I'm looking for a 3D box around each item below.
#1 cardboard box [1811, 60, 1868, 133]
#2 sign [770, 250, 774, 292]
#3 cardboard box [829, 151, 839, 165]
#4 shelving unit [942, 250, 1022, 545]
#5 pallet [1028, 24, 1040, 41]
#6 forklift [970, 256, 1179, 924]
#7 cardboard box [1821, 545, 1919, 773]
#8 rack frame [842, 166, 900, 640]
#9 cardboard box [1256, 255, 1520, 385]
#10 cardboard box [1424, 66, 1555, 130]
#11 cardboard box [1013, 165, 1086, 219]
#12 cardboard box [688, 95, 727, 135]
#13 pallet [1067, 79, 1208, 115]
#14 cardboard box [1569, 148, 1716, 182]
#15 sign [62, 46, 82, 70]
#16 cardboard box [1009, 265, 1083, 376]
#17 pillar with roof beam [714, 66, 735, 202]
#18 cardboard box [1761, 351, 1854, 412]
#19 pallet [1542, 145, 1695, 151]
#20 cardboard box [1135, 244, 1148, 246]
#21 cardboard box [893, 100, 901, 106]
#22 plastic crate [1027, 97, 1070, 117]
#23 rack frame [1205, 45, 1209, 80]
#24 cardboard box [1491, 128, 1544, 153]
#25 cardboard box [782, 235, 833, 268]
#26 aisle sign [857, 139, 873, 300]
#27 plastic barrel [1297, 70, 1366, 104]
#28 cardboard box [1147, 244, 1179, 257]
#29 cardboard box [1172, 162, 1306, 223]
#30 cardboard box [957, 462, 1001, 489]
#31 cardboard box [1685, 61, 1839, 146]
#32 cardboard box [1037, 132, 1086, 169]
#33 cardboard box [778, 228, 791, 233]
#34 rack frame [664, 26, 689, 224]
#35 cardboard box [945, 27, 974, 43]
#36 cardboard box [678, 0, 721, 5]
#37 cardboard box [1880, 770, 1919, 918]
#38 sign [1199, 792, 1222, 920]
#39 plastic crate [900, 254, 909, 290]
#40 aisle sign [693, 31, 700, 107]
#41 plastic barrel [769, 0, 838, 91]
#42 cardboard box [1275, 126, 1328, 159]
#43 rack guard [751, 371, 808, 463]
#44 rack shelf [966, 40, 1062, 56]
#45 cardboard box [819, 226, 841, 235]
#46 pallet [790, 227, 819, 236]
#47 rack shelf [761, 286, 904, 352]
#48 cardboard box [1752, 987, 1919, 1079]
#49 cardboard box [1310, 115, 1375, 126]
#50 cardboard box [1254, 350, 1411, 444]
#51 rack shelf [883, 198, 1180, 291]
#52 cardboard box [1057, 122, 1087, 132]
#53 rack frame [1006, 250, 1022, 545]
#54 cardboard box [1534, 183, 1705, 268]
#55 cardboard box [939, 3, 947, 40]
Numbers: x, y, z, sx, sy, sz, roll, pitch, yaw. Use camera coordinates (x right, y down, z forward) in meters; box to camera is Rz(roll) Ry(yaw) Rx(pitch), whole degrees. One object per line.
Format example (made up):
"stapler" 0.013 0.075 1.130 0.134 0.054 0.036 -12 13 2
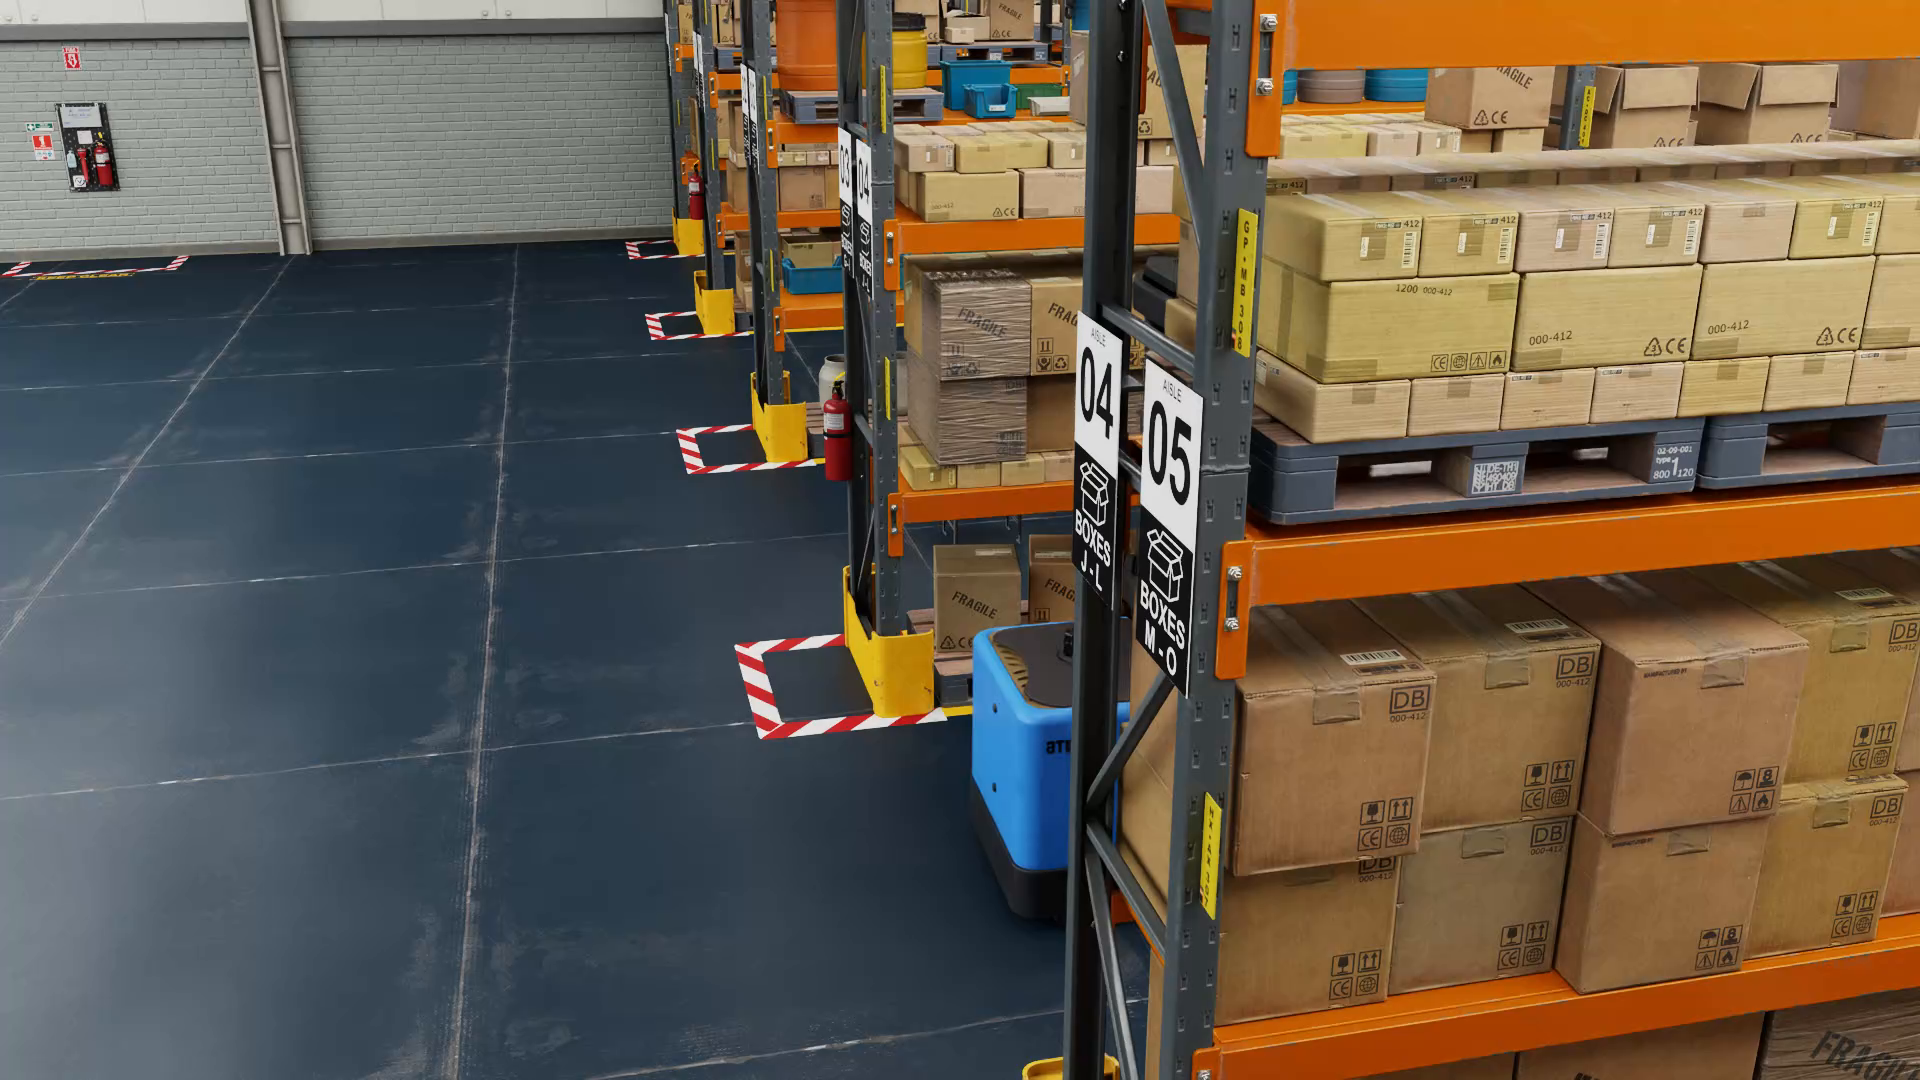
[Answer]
"cardboard box" 5.773 -2.878 10.578 0.500 0.500 0.500 -5 21 -14
"sign" -1.531 -2.190 13.531 0.005 0.325 0.100 -5 21 -12
"cardboard box" -1.353 -4.296 18.593 0.250 0.149 0.380 -5 21 -14
"shelving unit" 0.161 -0.999 11.989 0.503 2.100 0.431 -5 21 -12
"pallet" 0.585 -7.211 23.552 1.003 0.211 1.213 -5 21 -12
"forklift" 1.620 0.111 7.750 3.031 2.935 1.130 -4 21 -12
"cardboard box" 2.990 0.284 5.390 0.550 0.550 0.875 -5 21 -12
"rack frame" -0.513 -0.587 9.556 0.127 3.000 1.000 -5 21 -12
"cardboard box" 1.058 -0.593 4.241 0.500 0.250 0.500 -5 21 -13
"cardboard box" 3.000 -2.612 9.420 0.500 0.500 0.500 -5 21 -14
"cardboard box" 0.516 -1.920 9.051 0.500 0.250 0.500 -5 21 -14
"cardboard box" -3.523 -5.961 23.324 0.500 0.500 0.500 -5 21 -13
"pallet" 1.560 -3.791 14.218 1.003 0.211 1.213 -5 21 -12
"cardboard box" 2.017 -1.069 4.960 0.250 0.149 0.380 -5 21 -13
"sign" -11.734 -6.369 21.972 0.199 0.298 0.001 -5 21 -12
"cardboard box" 0.573 -1.233 9.287 0.500 0.500 0.500 -5 21 -12
"pillar with roof beam" -2.460 -7.282 19.111 0.400 9.000 9.100 -5 21 -12
"cardboard box" 2.165 -0.473 4.493 0.250 0.149 0.380 -5 21 -13
"pallet" 4.005 -2.237 9.973 1.003 0.211 1.213 -5 21 -12
"cardboard box" 2.051 -3.376 19.743 0.500 0.311 0.500 -5 21 -13
"cardboard box" -0.792 -4.719 18.806 0.500 0.500 0.700 -5 21 -12
"plastic crate" 0.771 -3.584 13.759 0.396 0.136 0.243 -5 21 -12
"rack frame" 2.240 -5.378 13.914 0.127 3.000 1.000 -5 21 -12
"cardboard box" 3.130 -2.306 9.527 0.250 0.149 0.380 -4 20 -11
"cardboard box" -1.730 -3.170 18.903 0.500 0.500 0.500 -5 21 -12
"aisle sign" -0.505 -1.702 8.821 0.004 0.787 0.394 -5 21 -12
"plastic barrel" 3.321 -4.370 14.794 0.600 0.901 0.600 0 20 0
"cardboard box" 1.426 -1.486 9.980 0.500 0.500 0.500 -5 21 -12
"cardboard box" 0.779 -0.968 4.685 0.250 0.149 0.380 -4 21 -12
"cardboard box" 0.067 -0.425 9.479 0.250 0.149 0.380 -5 21 -12
"cardboard box" 4.776 -2.637 10.030 0.637 0.503 0.797 -4 20 -10
"cardboard box" 0.581 -2.104 8.974 0.250 0.149 0.380 -4 20 -10
"cardboard box" -2.684 -4.575 23.712 0.500 0.311 0.500 -3 20 -8
"rack frame" -3.933 -5.561 23.135 0.127 3.000 1.000 -5 21 -12
"cardboard box" -0.007 -5.586 18.394 0.250 0.149 0.380 -5 21 -12
"cardboard box" -3.502 -7.445 22.288 0.500 0.500 0.500 -6 21 -16
"cardboard box" 2.983 0.782 5.601 0.550 0.550 0.875 -5 21 -12
"sign" 0.652 0.824 4.331 0.005 0.325 0.100 -5 21 -12
"plastic crate" -0.601 -2.364 14.624 0.408 0.251 0.499 -5 21 -12
"aisle sign" -2.921 -5.217 18.416 0.004 0.787 0.394 -5 21 -12
"plastic barrel" -1.209 -4.133 13.641 0.708 0.830 0.600 -5 21 -12
"cardboard box" 1.848 -2.200 9.238 0.250 0.149 0.380 -4 20 -10
"rack guard" -1.590 -1.093 14.571 0.348 0.500 1.175 -5 21 -12
"rack shelf" 1.906 -7.107 24.039 4.000 0.370 1.077 -5 21 -12
"cardboard box" -1.366 -3.388 19.498 0.500 0.500 0.500 -5 21 -12
"pallet" -1.875 -4.406 24.034 1.213 0.211 1.003 -5 21 -12
"rack shelf" 0.293 -2.065 14.638 4.000 0.370 1.077 -5 21 -12
"cardboard box" 2.918 1.664 5.889 0.875 0.875 0.875 -4 21 -12
"cardboard box" 2.251 -2.414 9.821 0.250 0.149 0.380 -4 21 -11
"cardboard box" 0.937 -0.373 4.221 0.250 0.149 0.380 -4 21 -12
"rack shelf" 1.433 -1.816 9.596 4.000 0.370 1.077 -5 21 -12
"cardboard box" 0.715 -2.284 9.466 0.250 0.149 0.380 -4 21 -12
"rack frame" 0.399 -1.018 12.042 0.015 2.100 0.400 -5 21 -12
"cardboard box" 1.667 -0.807 4.247 0.250 0.149 0.380 -4 21 -12
"cardboard box" -0.477 -7.220 23.127 0.500 0.500 0.500 -4 21 -11
